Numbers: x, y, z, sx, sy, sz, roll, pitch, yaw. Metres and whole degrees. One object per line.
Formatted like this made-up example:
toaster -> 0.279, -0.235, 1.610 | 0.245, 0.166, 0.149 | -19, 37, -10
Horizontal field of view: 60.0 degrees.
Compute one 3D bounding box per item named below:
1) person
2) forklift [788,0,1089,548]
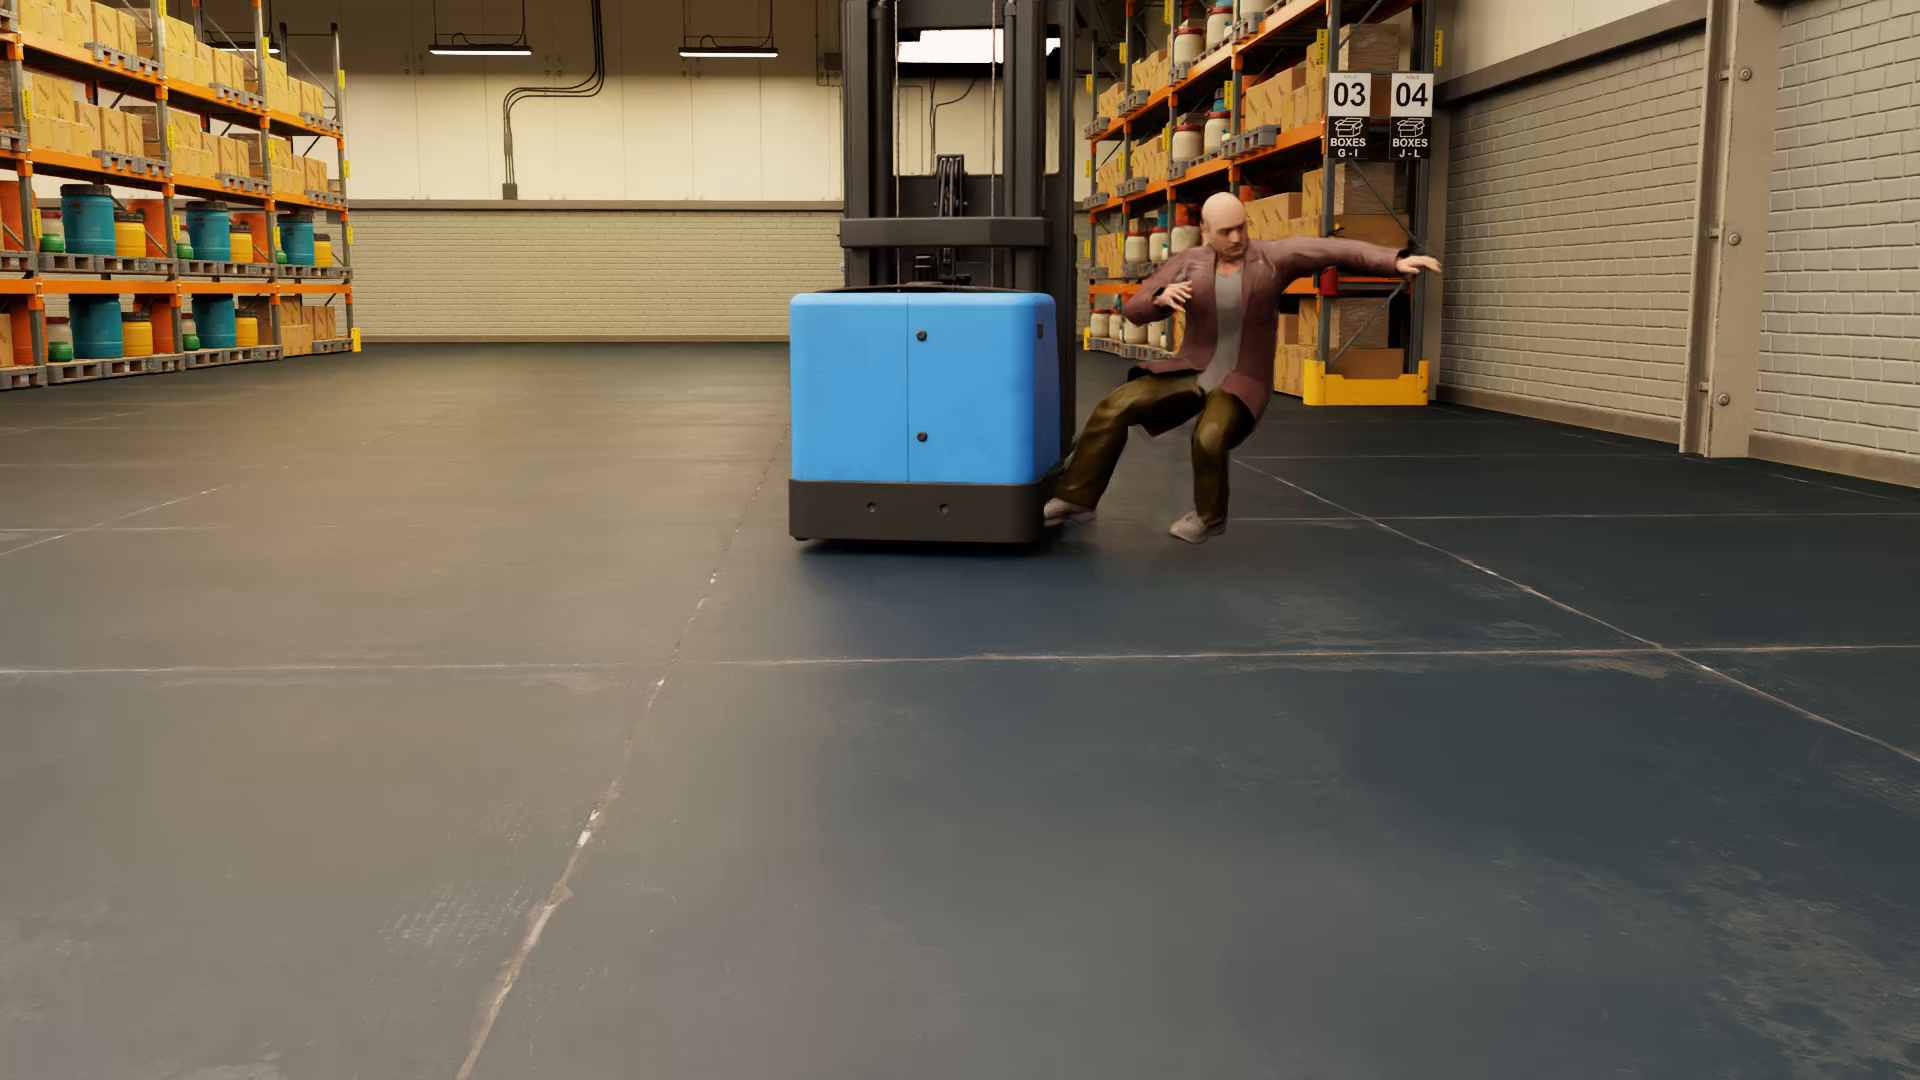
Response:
person -> 1.070, -0.686, 6.758 | 1.679, 1.430, 0.815 | 2, 9, 15
forklift -> 0.034, -1.595, 8.073 | 1.130, 2.935, 3.031 | 1, 9, 9
